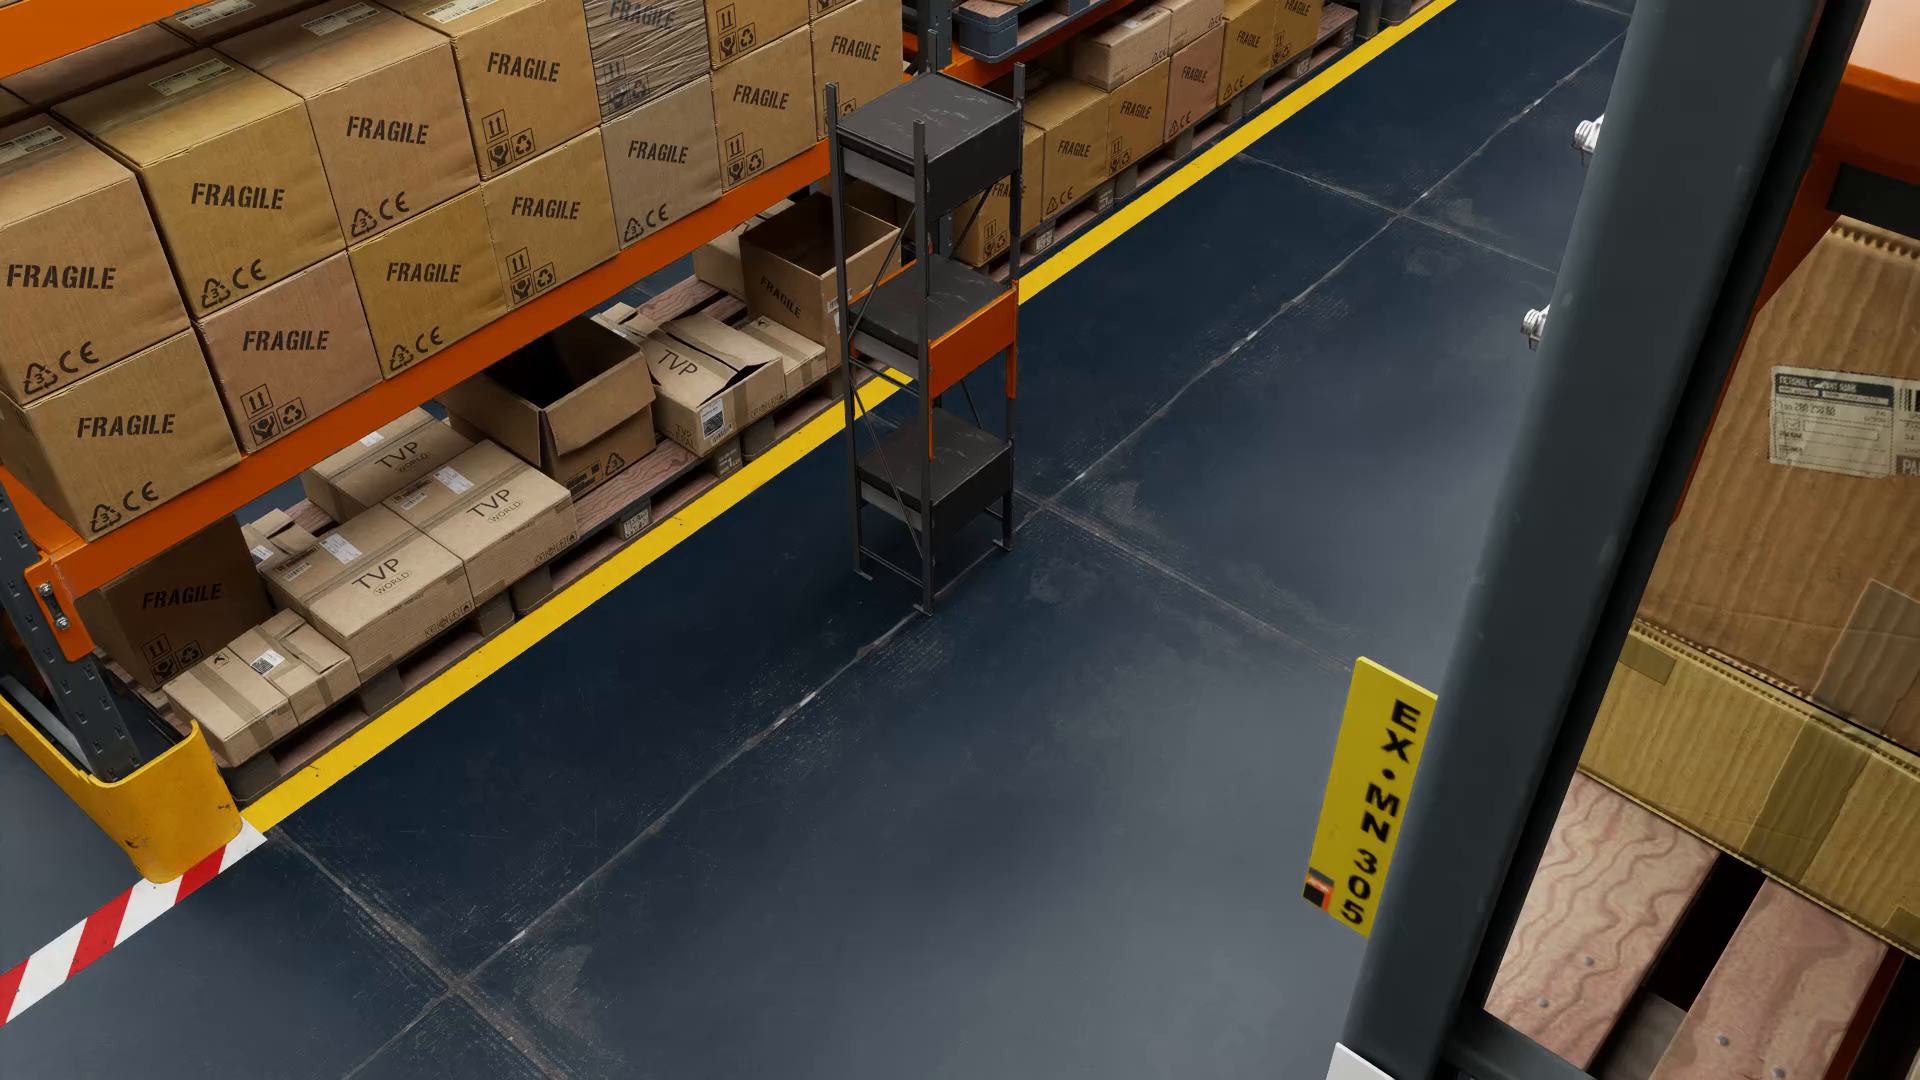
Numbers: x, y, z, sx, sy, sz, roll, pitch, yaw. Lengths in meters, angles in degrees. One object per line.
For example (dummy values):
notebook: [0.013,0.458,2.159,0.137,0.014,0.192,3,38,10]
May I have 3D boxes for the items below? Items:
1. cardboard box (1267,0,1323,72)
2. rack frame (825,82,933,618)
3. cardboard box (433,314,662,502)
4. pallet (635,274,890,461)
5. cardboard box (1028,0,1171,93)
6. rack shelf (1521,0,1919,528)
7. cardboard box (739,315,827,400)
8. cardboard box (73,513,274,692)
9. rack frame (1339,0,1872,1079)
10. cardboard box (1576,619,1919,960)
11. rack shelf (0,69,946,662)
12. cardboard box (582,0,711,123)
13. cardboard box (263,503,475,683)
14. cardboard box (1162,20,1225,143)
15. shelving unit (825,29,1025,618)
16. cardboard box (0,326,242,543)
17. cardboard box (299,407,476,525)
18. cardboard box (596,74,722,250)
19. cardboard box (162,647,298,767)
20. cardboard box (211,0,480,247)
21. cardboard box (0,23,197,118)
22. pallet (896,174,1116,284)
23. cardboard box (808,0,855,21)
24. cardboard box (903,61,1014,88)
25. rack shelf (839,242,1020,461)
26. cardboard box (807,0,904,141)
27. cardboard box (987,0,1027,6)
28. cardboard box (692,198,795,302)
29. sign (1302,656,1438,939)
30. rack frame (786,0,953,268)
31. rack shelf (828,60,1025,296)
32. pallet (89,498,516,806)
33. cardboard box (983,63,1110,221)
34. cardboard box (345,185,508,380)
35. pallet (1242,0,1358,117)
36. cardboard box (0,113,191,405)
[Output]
cardboard box: [1.699,-3.031,9.384,0.500,0.500,0.500,32,51,30]
rack frame: [-0.264,-0.566,5.812,0.400,2.100,0.015,29,50,28]
cardboard box: [-1.658,-0.586,6.693,0.797,0.503,0.637,29,50,28]
pallet: [-0.895,-0.931,7.617,1.003,0.211,1.213,29,50,28]
cardboard box: [0.689,-2.490,8.233,0.500,0.250,0.500,30,50,29]
rack shelf: [2.054,-0.949,1.937,1.077,0.370,4.000,29,50,28]
cardboard box: [-0.798,-0.789,7.180,0.380,0.149,0.250,29,50,28]
cardboard box: [-2.865,0.119,5.921,0.500,0.500,0.500,29,50,28]
rack frame: [0.767,-0.333,0.428,1.000,3.000,0.127,29,50,28]
cardboard box: [1.035,0.148,1.853,0.500,0.250,0.500,31,51,30]
rack shelf: [-1.740,-1.020,6.177,1.077,0.370,4.000,29,50,28]
cardboard box: [-1.232,-1.826,5.711,0.500,0.500,0.500,30,50,29]
cardboard box: [-2.138,0.183,6.036,0.500,0.250,0.500,29,50,28]
cardboard box: [1.033,-2.491,8.791,0.500,0.500,0.500,28,49,27]
shelving unit: [-0.107,-0.692,5.950,0.431,2.100,0.503,29,50,28]
cardboard box: [-2.539,-0.408,4.895,0.500,0.500,0.500,31,50,29]
cardboard box: [-2.231,-0.265,6.528,0.500,0.250,0.500,29,50,28]
cardboard box: [-1.237,-1.453,6.044,0.500,0.500,0.500,31,50,29]
cardboard box: [-2.494,0.569,5.687,0.380,0.149,0.250,29,50,28]
cardboard box: [-1.883,-1.306,5.139,0.500,0.500,0.500,30,50,29]
cardboard box: [-2.626,-1.272,5.102,0.500,0.500,0.500,31,51,29]
pallet: [0.042,-1.720,8.484,1.003,0.211,1.213,29,50,28]
cardboard box: [-0.580,-2.351,6.288,0.500,0.500,0.500,30,50,29]
cardboard box: [-0.030,-2.183,8.453,0.500,0.500,0.500,30,50,29]
rack shelf: [-0.107,-0.682,5.959,0.431,0.518,0.480,29,50,28]
cardboard box: [-0.578,-1.985,6.629,0.500,0.500,0.500,30,50,29]
cardboard box: [0.024,-2.656,7.055,0.700,0.500,0.500,14,44,15]
cardboard box: [-0.888,-1.362,7.690,0.500,0.311,0.500,29,50,28]
sign: [0.361,0.236,1.432,0.100,0.325,0.005,29,50,28]
rack frame: [-0.453,-2.316,7.068,1.000,3.000,0.127,29,50,28]
rack shelf: [-0.107,-1.199,5.488,0.431,0.518,0.480,29,50,28]
pallet: [-2.466,0.325,6.236,1.003,0.211,1.213,29,50,28]
cardboard box: [0.380,-1.977,8.226,0.500,0.500,0.500,30,50,29]
cardboard box: [-1.886,-0.933,5.472,0.500,0.500,0.500,29,50,28]
pallet: [1.612,-2.976,9.866,1.003,0.211,1.213,29,50,28]
cardboard box: [-2.539,-0.778,4.558,0.500,0.500,0.500,31,51,30]
